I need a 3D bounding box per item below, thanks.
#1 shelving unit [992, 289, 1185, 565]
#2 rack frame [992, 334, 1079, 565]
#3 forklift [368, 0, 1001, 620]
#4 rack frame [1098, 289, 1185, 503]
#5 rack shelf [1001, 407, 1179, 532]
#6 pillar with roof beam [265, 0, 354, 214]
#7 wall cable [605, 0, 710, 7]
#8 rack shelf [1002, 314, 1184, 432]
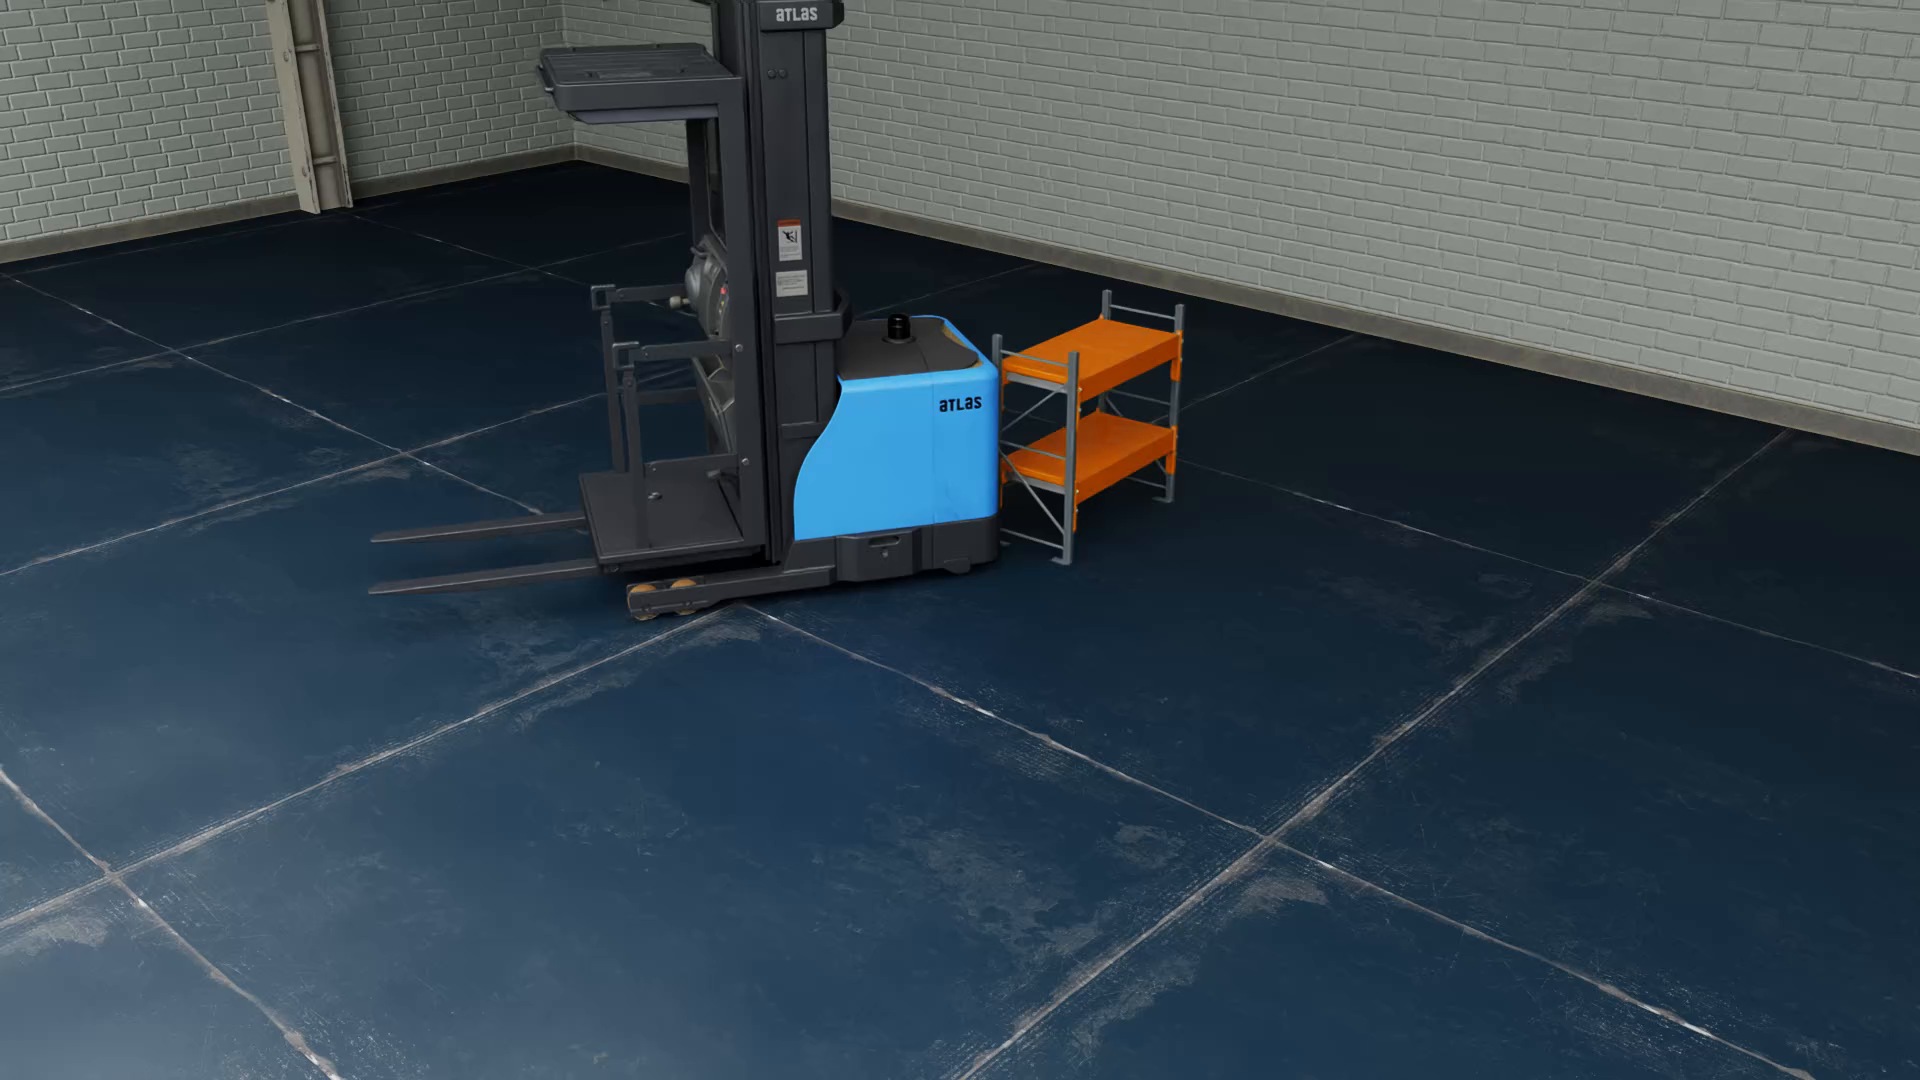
[{"bbox_3d":[0.674,-0.617,8.751,0.538,1.125,1.048,17,29,33],"label":"shelving unit"},{"bbox_3d":[0.368,-0.451,8.381,0.500,1.125,0.032,17,29,33],"label":"rack frame"},{"bbox_3d":[-1.373,-1.198,7.839,3.031,2.935,1.130,-7,25,-15],"label":"forklift"},{"bbox_3d":[0.981,-0.783,9.121,0.500,1.125,0.032,17,29,33],"label":"rack frame"},{"bbox_3d":[0.674,-0.394,8.851,0.538,0.278,1.000,17,29,33],"label":"rack shelf"},{"bbox_3d":[-2.808,-6.085,11.323,9.100,9.000,0.400,20,31,38],"label":"pillar with roof beam"},{"bbox_3d":[-3.063,-6.380,15.777,3.097,2.526,0.112,20,31,38],"label":"wall cable"},{"bbox_3d":[0.674,-0.884,8.631,0.538,0.278,1.000,17,29,33],"label":"rack shelf"}]
